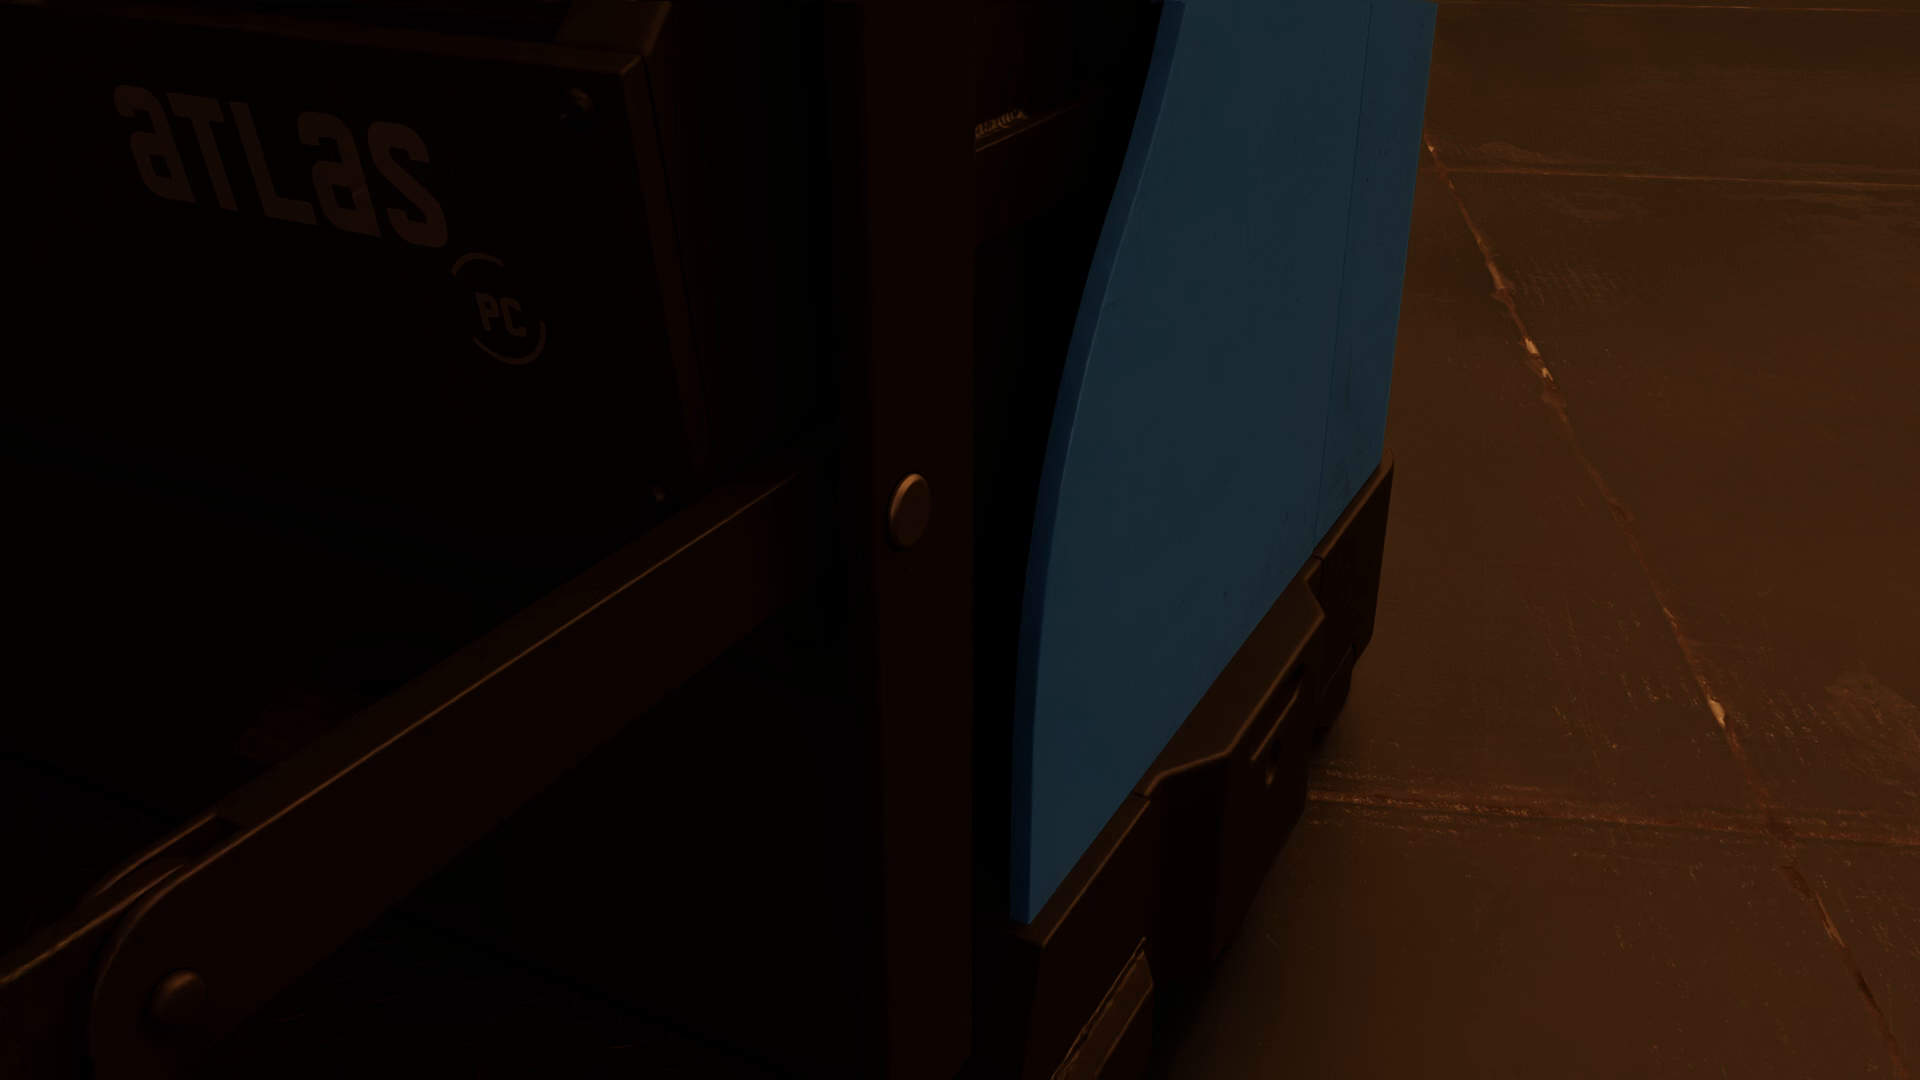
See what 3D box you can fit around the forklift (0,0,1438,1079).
[{"bbox_3d":[-0.614,-0.676,0.572,1.130,2.935,3.031,13,29,25],"label":"forklift"}]
